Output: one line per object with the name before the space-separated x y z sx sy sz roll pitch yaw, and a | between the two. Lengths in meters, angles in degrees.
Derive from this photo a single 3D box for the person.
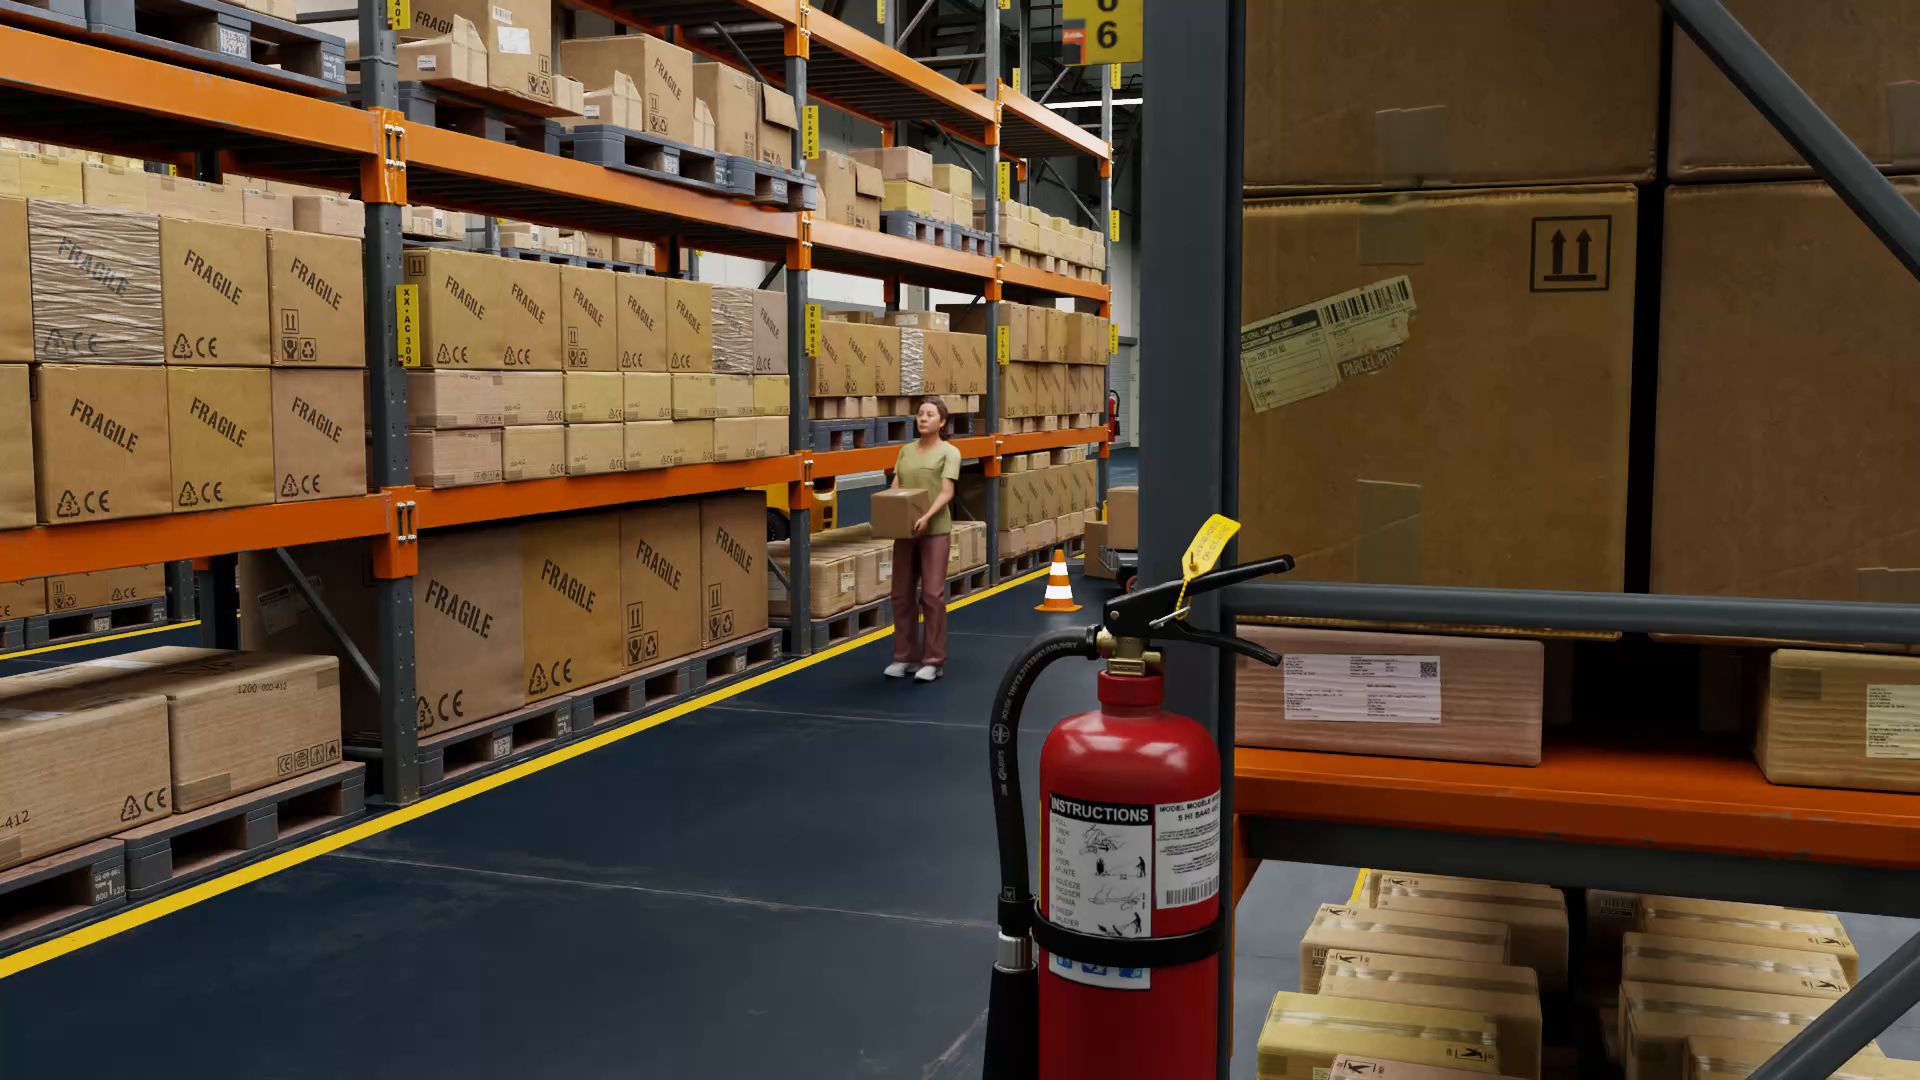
person | -0.238 -0.012 9.854 0.435 1.671 0.546 3 6 28
